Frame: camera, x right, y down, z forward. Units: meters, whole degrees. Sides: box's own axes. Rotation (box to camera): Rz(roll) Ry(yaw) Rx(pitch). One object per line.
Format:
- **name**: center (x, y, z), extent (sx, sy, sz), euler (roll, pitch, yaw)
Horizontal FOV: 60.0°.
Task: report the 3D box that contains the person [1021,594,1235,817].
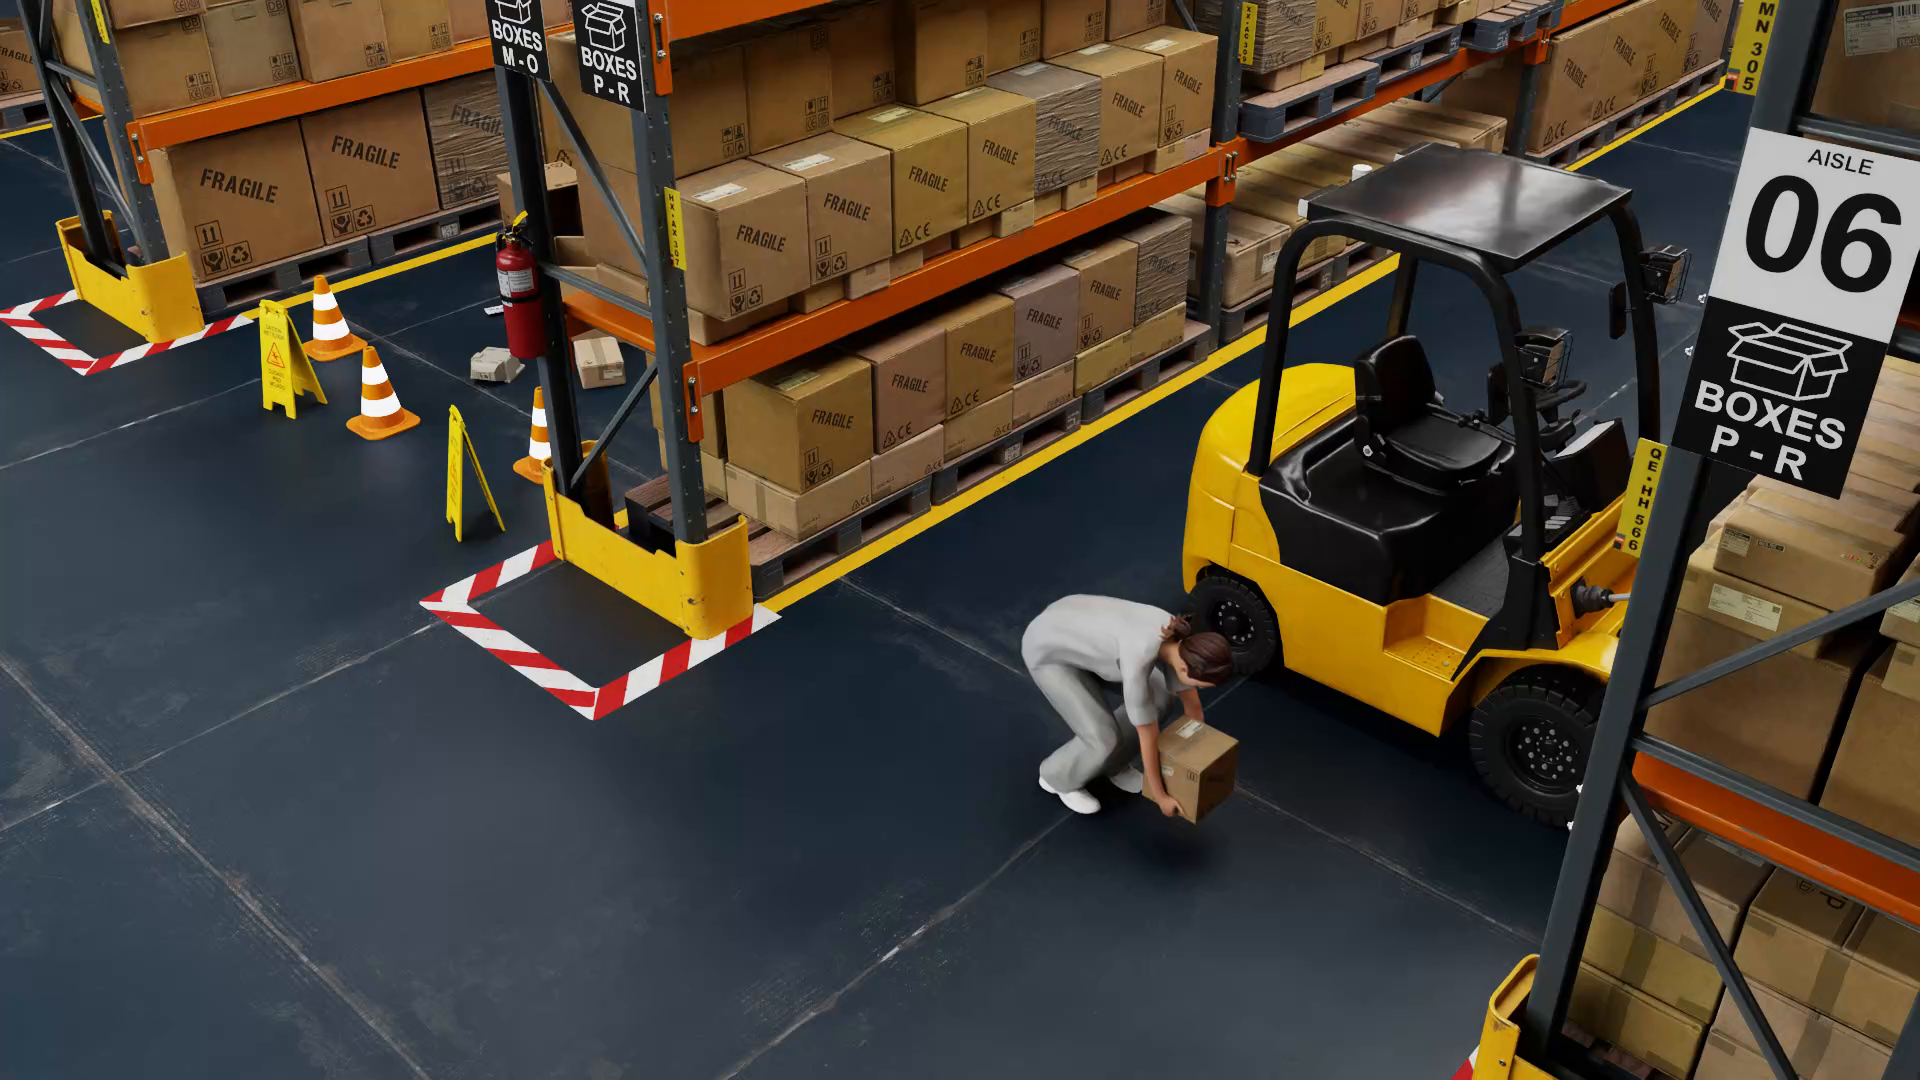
- **person**: center (0.627, 0.619, 6.342), extent (0.857, 0.888, 0.463), euler (24, 39, 33)
